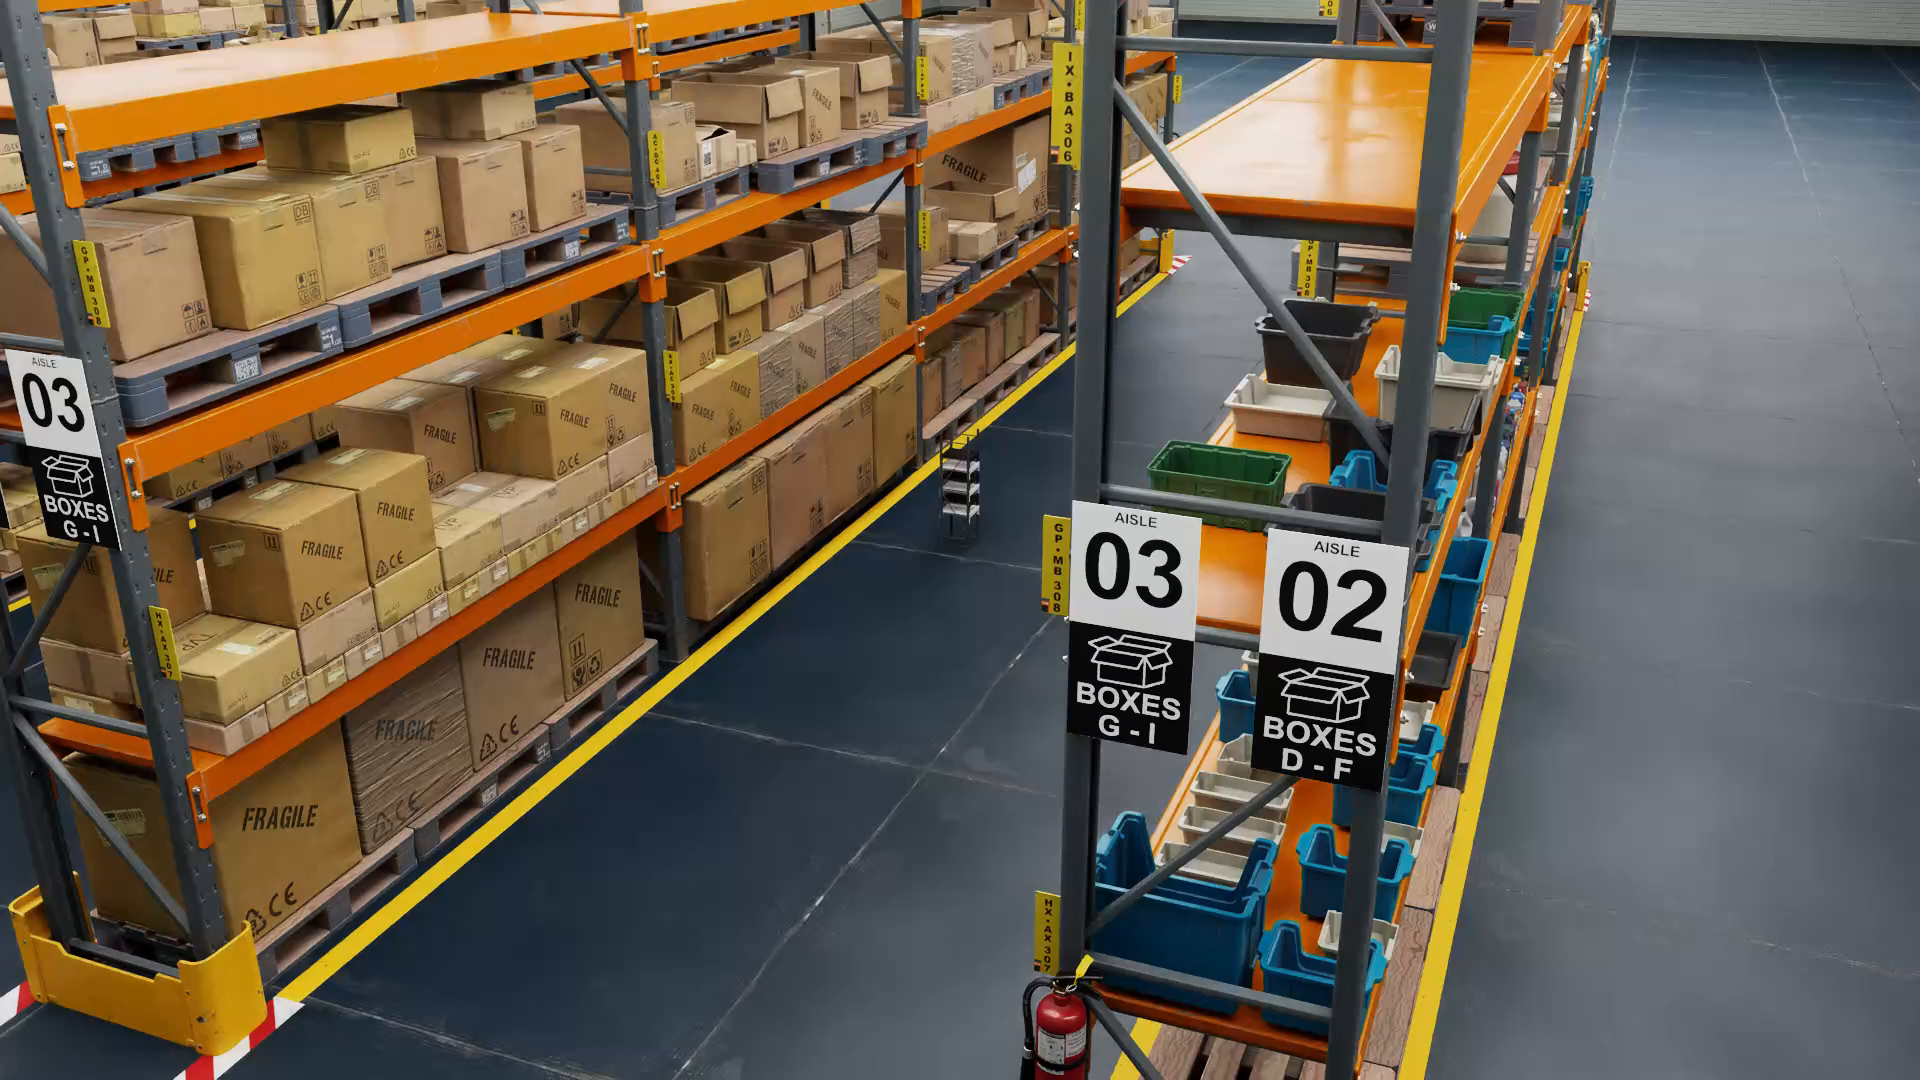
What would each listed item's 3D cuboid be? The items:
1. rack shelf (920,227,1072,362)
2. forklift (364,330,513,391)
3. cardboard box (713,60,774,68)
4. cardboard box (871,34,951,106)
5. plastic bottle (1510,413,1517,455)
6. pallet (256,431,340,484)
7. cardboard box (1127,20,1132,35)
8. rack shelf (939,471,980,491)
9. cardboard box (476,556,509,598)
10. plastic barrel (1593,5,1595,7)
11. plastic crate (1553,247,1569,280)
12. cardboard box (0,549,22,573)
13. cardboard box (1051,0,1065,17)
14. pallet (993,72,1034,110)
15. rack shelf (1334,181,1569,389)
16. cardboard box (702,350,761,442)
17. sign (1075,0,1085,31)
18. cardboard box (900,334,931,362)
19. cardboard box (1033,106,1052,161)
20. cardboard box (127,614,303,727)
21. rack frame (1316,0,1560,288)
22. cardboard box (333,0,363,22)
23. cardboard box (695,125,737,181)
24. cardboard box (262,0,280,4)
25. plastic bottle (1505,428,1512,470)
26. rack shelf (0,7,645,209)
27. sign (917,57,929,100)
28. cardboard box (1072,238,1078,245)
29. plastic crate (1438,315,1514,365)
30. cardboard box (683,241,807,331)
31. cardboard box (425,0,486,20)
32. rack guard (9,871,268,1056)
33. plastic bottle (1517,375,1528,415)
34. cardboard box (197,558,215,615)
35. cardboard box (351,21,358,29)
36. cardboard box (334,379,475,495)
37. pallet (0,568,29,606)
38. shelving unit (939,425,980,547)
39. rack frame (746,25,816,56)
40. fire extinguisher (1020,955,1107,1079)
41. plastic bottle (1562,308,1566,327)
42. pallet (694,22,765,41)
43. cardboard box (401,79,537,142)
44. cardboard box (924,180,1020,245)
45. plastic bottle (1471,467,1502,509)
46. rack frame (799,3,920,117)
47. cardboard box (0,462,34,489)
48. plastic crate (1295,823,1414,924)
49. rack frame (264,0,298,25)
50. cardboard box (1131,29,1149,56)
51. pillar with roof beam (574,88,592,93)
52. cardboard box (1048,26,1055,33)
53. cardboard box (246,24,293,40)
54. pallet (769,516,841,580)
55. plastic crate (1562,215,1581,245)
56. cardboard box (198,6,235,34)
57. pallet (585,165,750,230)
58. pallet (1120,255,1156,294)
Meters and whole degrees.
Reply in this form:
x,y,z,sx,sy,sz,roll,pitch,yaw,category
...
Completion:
x,y,z,sx,sy,sz,roll,pitch,yaw,category
-0.065,-2.466,15.918,1.077,0.370,4.000,9,24,20,rack shelf
-3.751,-1.356,12.415,1.130,2.935,3.031,2,23,5,forklift
-2.697,-5.921,21.661,0.875,0.550,0.550,9,24,20,cardboard box
-0.395,-3.874,13.686,0.500,0.500,0.500,9,24,21,cardboard box
3.612,-0.704,10.918,0.061,0.283,0.133,9,24,20,plastic bottle
-6.122,-0.827,14.679,1.003,0.211,1.213,9,24,20,pallet
1.715,-5.744,18.617,0.380,0.149,0.250,7,24,17,cardboard box
-0.003,-0.465,12.770,0.258,0.077,0.200,9,24,20,rack shelf
-2.676,0.172,8.995,0.380,0.149,0.250,9,24,21,cardboard box
5.745,-4.954,15.855,0.600,0.901,0.708,9,24,20,plastic barrel
5.155,-2.358,14.746,0.392,0.384,0.575,9,24,20,plastic crate
-6.903,0.099,11.999,0.380,0.149,0.250,8,24,18,cardboard box
1.361,-6.251,18.989,0.500,0.500,0.500,9,24,20,cardboard box
-0.033,-4.234,15.568,1.213,0.211,1.003,9,24,20,pallet
3.047,-1.709,10.215,1.077,0.370,4.000,9,24,20,rack shelf
-1.705,-1.006,11.359,0.500,0.500,0.500,9,24,20,cardboard box
1.194,-5.240,16.551,0.100,0.325,0.005,9,24,20,sign
-0.587,-1.722,14.902,0.500,0.250,0.500,10,25,22,cardboard box
1.081,-4.283,17.521,0.500,0.500,0.500,9,24,20,cardboard box
-3.351,0.580,7.502,0.500,0.250,0.500,8,24,19,cardboard box
2.304,-2.710,7.785,1.000,3.000,0.127,9,24,20,rack frame
-7.923,-6.689,21.011,0.500,0.250,0.500,9,24,20,cardboard box
-1.803,-2.567,10.906,0.500,0.311,0.500,8,24,18,cardboard box
-8.608,-6.713,20.552,0.380,0.149,0.250,9,24,21,cardboard box
3.493,-0.590,10.646,0.061,0.283,0.133,9,24,20,plastic bottle
-3.037,-2.187,7.985,1.077,0.370,4.000,9,24,20,rack shelf
-0.296,-3.659,13.175,0.100,0.325,0.005,9,24,20,sign
1.475,-3.324,19.737,0.500,0.500,0.500,11,25,25,cardboard box
2.263,-0.877,7.506,0.416,0.233,0.300,9,24,20,plastic crate
-1.583,-1.858,12.098,0.797,0.503,0.637,10,25,22,cardboard box
-4.990,-5.161,16.740,0.500,0.500,0.500,9,24,20,cardboard box
-3.789,1.943,7.673,1.175,0.500,0.348,9,24,20,rack guard
3.950,-1.031,11.700,0.061,0.283,0.133,9,24,20,plastic bottle
-3.657,0.320,8.124,0.500,0.250,0.500,8,24,19,cardboard box
-7.911,-6.551,21.198,0.380,0.149,0.250,10,25,22,cardboard box
-3.088,-0.568,9.276,0.500,0.500,0.500,8,24,18,cardboard box
-7.078,0.135,12.375,1.003,0.211,1.213,9,24,20,pallet
-0.003,-0.412,12.792,0.258,0.900,0.210,9,24,20,shelving unit
-2.404,-5.691,22.706,1.000,3.000,0.127,9,24,20,rack frame
0.341,1.686,5.627,0.296,0.674,0.183,9,24,20,fire extinguisher
6.368,-2.376,17.732,0.152,0.276,0.135,9,24,20,plastic bottle
-3.122,-6.329,20.457,1.003,0.211,1.213,9,24,20,pallet
-2.649,-2.331,8.993,0.500,0.250,0.500,7,24,17,cardboard box
0.119,-3.121,15.875,0.797,0.503,0.637,11,25,25,cardboard box
3.174,-0.327,10.024,0.152,0.276,0.135,9,24,20,plastic bottle
-0.808,-4.850,12.909,1.000,3.000,0.127,9,24,20,rack frame
-7.182,-0.456,12.555,0.380,0.149,0.250,10,25,22,cardboard box
1.461,1.263,6.197,0.416,0.233,0.300,9,24,20,plastic crate
-8.523,-7.701,19.733,1.000,3.000,0.127,9,24,20,rack frame
1.839,-5.690,19.005,0.500,0.250,0.500,9,24,21,cardboard box
-4.289,-13.399,33.375,9.100,9.000,0.400,9,24,20,pillar with roof beam
0.806,-5.457,17.931,0.380,0.149,0.250,8,24,18,cardboard box
-5.974,-4.322,14.413,0.396,0.266,0.258,9,24,20,cardboard box
-1.626,-0.089,12.912,1.003,0.211,1.213,9,24,20,pallet
6.042,-3.152,16.902,0.450,0.188,0.662,9,24,20,plastic crate
-8.799,-6.031,19.277,0.500,0.250,0.500,9,24,21,cardboard box
-1.999,-2.282,10.900,0.805,0.209,1.217,8,24,18,pallet
1.800,-3.345,20.708,1.003,0.211,1.213,9,24,20,pallet
